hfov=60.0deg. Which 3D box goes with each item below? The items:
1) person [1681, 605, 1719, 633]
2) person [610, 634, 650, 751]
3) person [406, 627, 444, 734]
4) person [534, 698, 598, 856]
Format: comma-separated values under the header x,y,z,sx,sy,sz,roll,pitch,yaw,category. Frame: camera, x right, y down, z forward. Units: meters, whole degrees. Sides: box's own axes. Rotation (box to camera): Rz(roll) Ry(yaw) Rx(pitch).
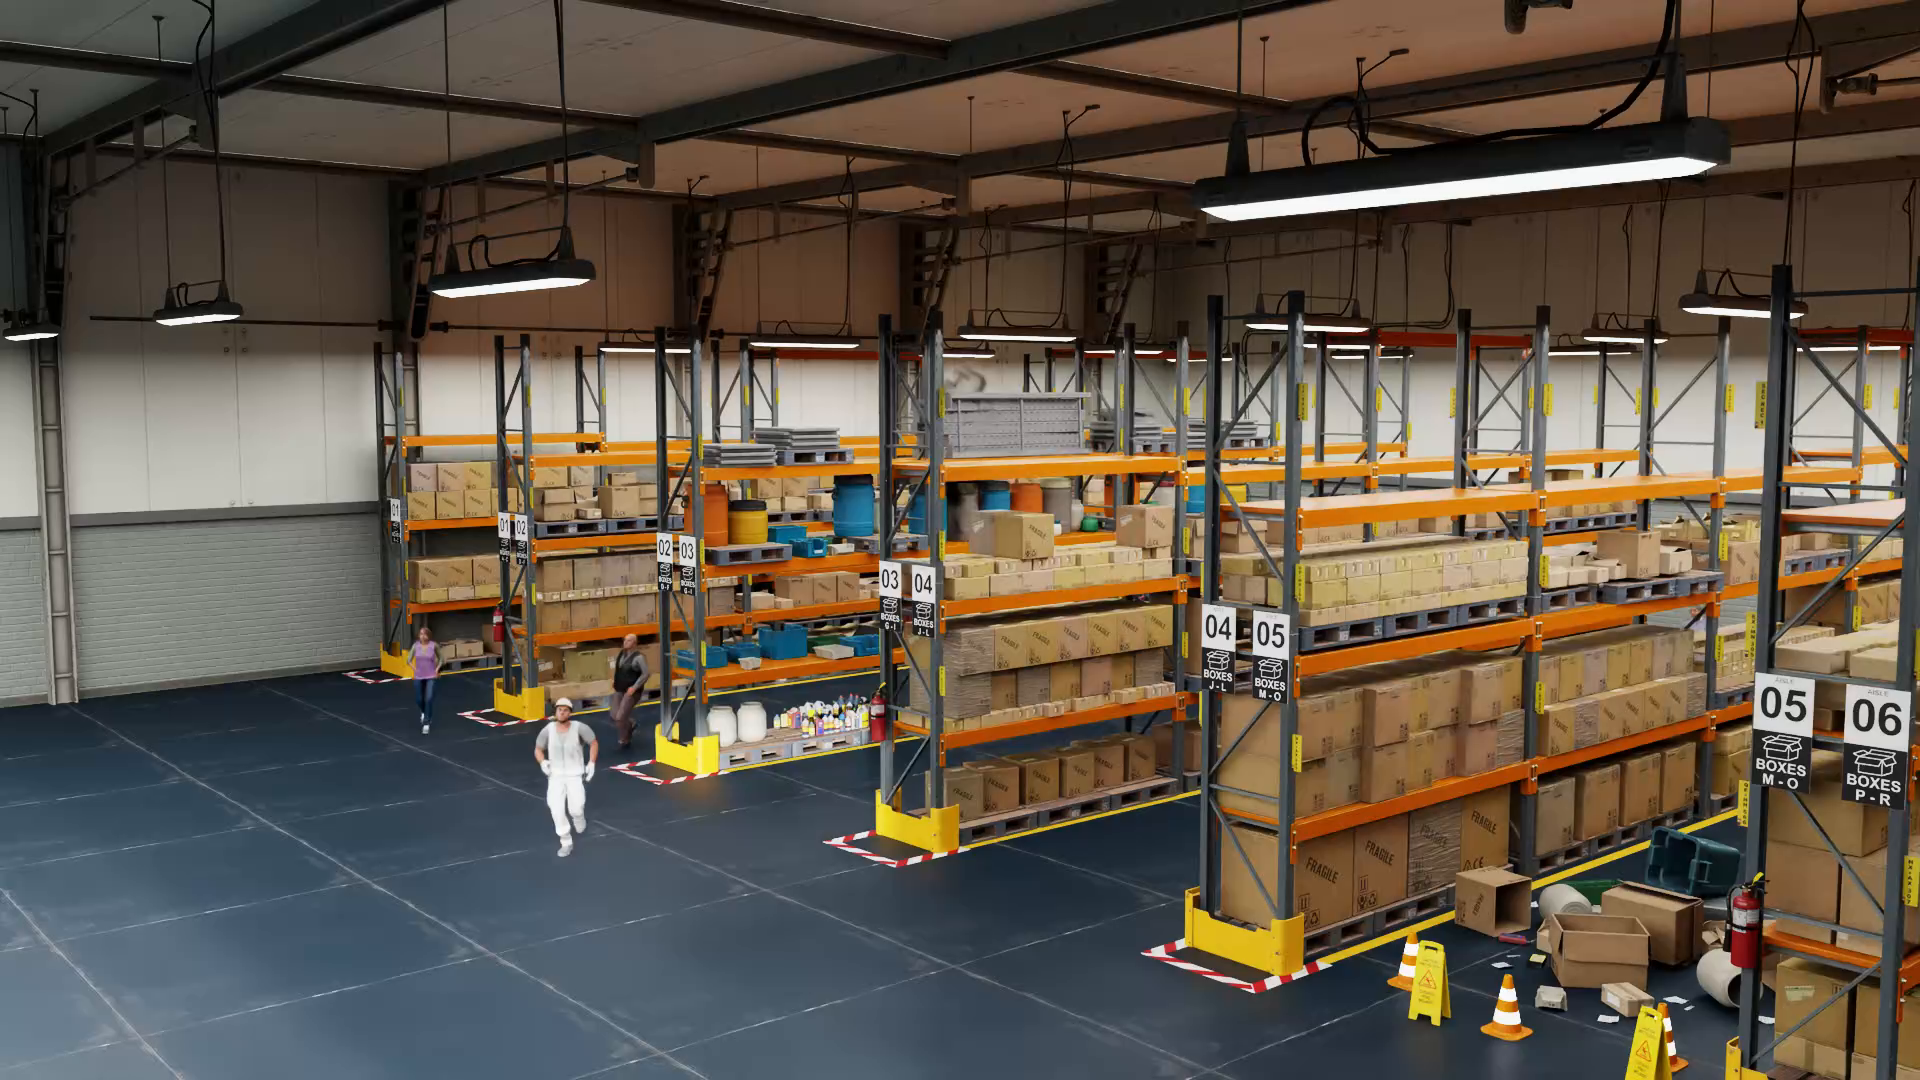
x,y,z,sx,sy,sz,roll,pitch,yaw,category
12.336,1.865,27.668,0.697,1.573,0.532,4,6,36,person
-4.694,2.178,23.831,0.685,1.701,0.568,3,6,32,person
-8.088,2.100,25.158,0.535,1.592,0.637,-1,5,-8,person
-4.393,2.618,18.534,0.691,1.740,0.629,-1,5,-7,person
